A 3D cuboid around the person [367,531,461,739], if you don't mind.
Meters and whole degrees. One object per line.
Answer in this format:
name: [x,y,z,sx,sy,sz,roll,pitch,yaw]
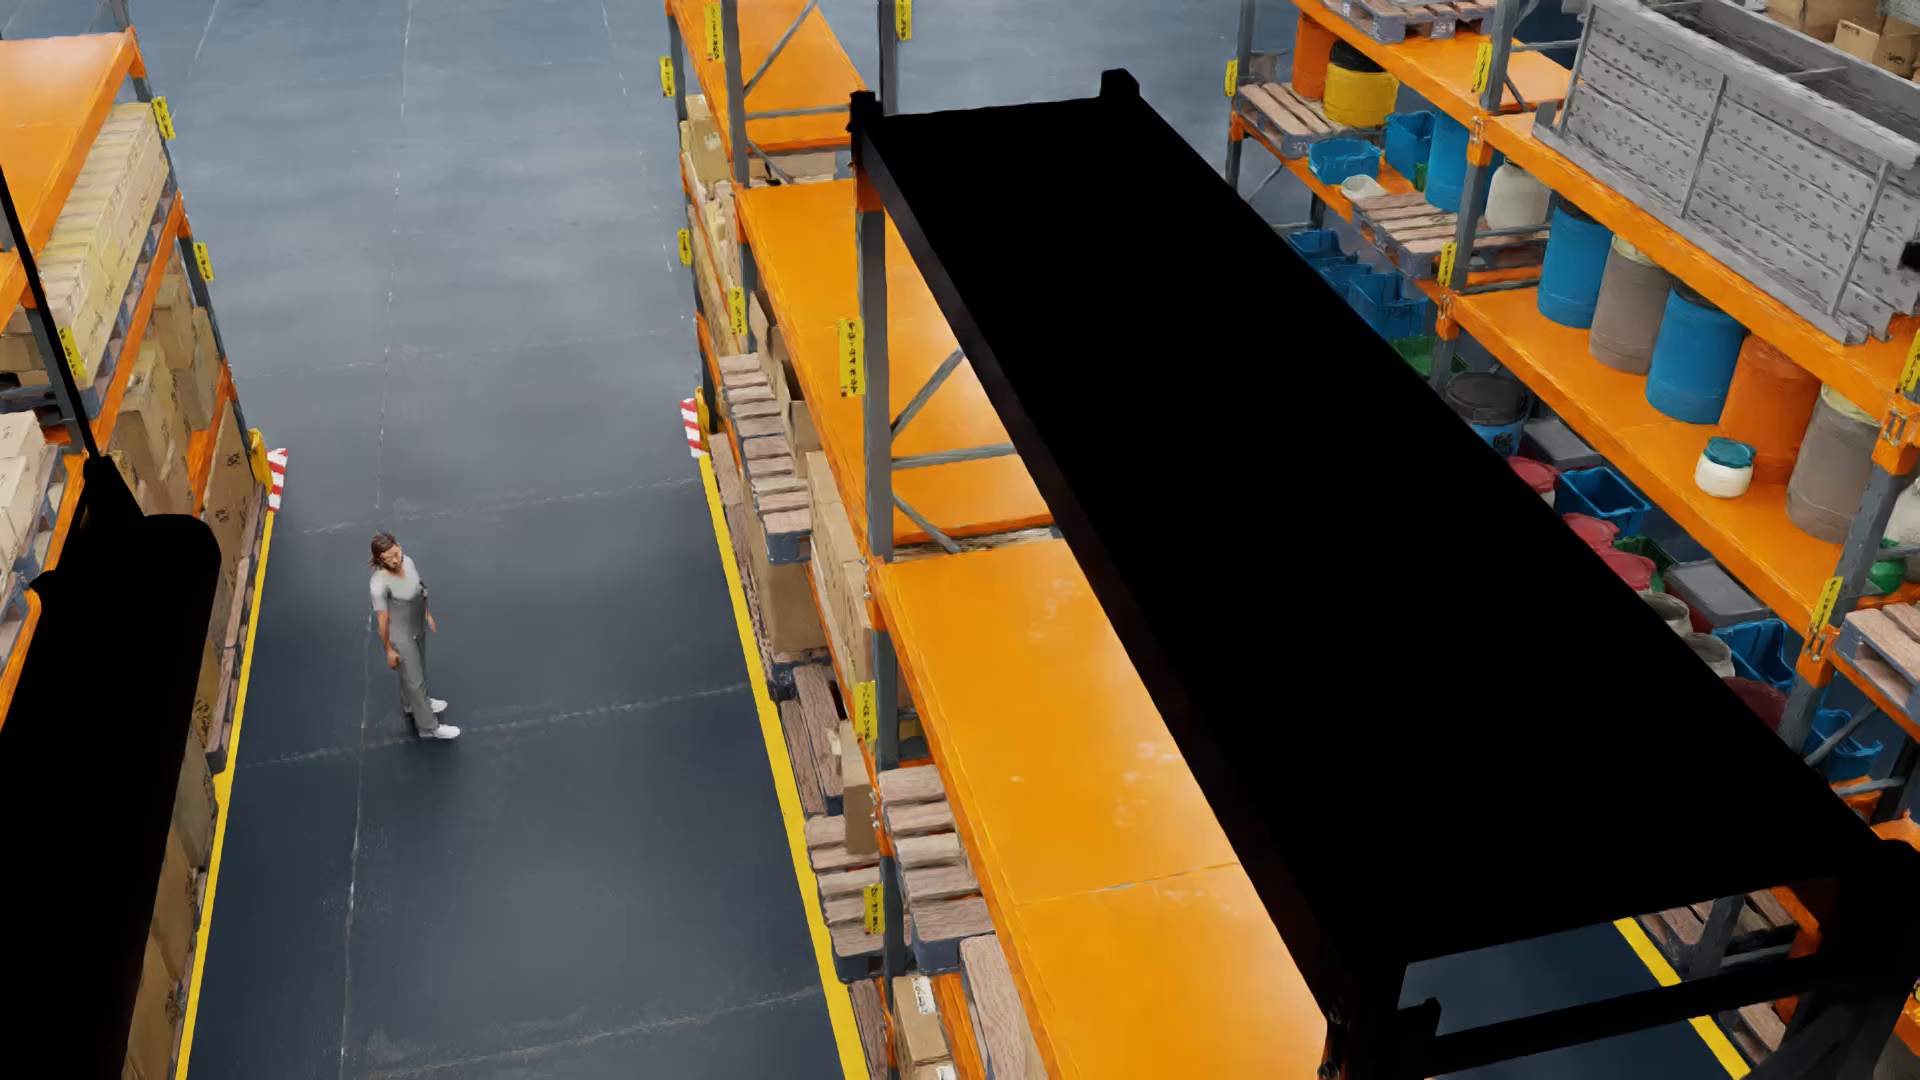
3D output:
person: [-3.848,0.661,11.631,0.540,1.671,0.521,8,35,11]
